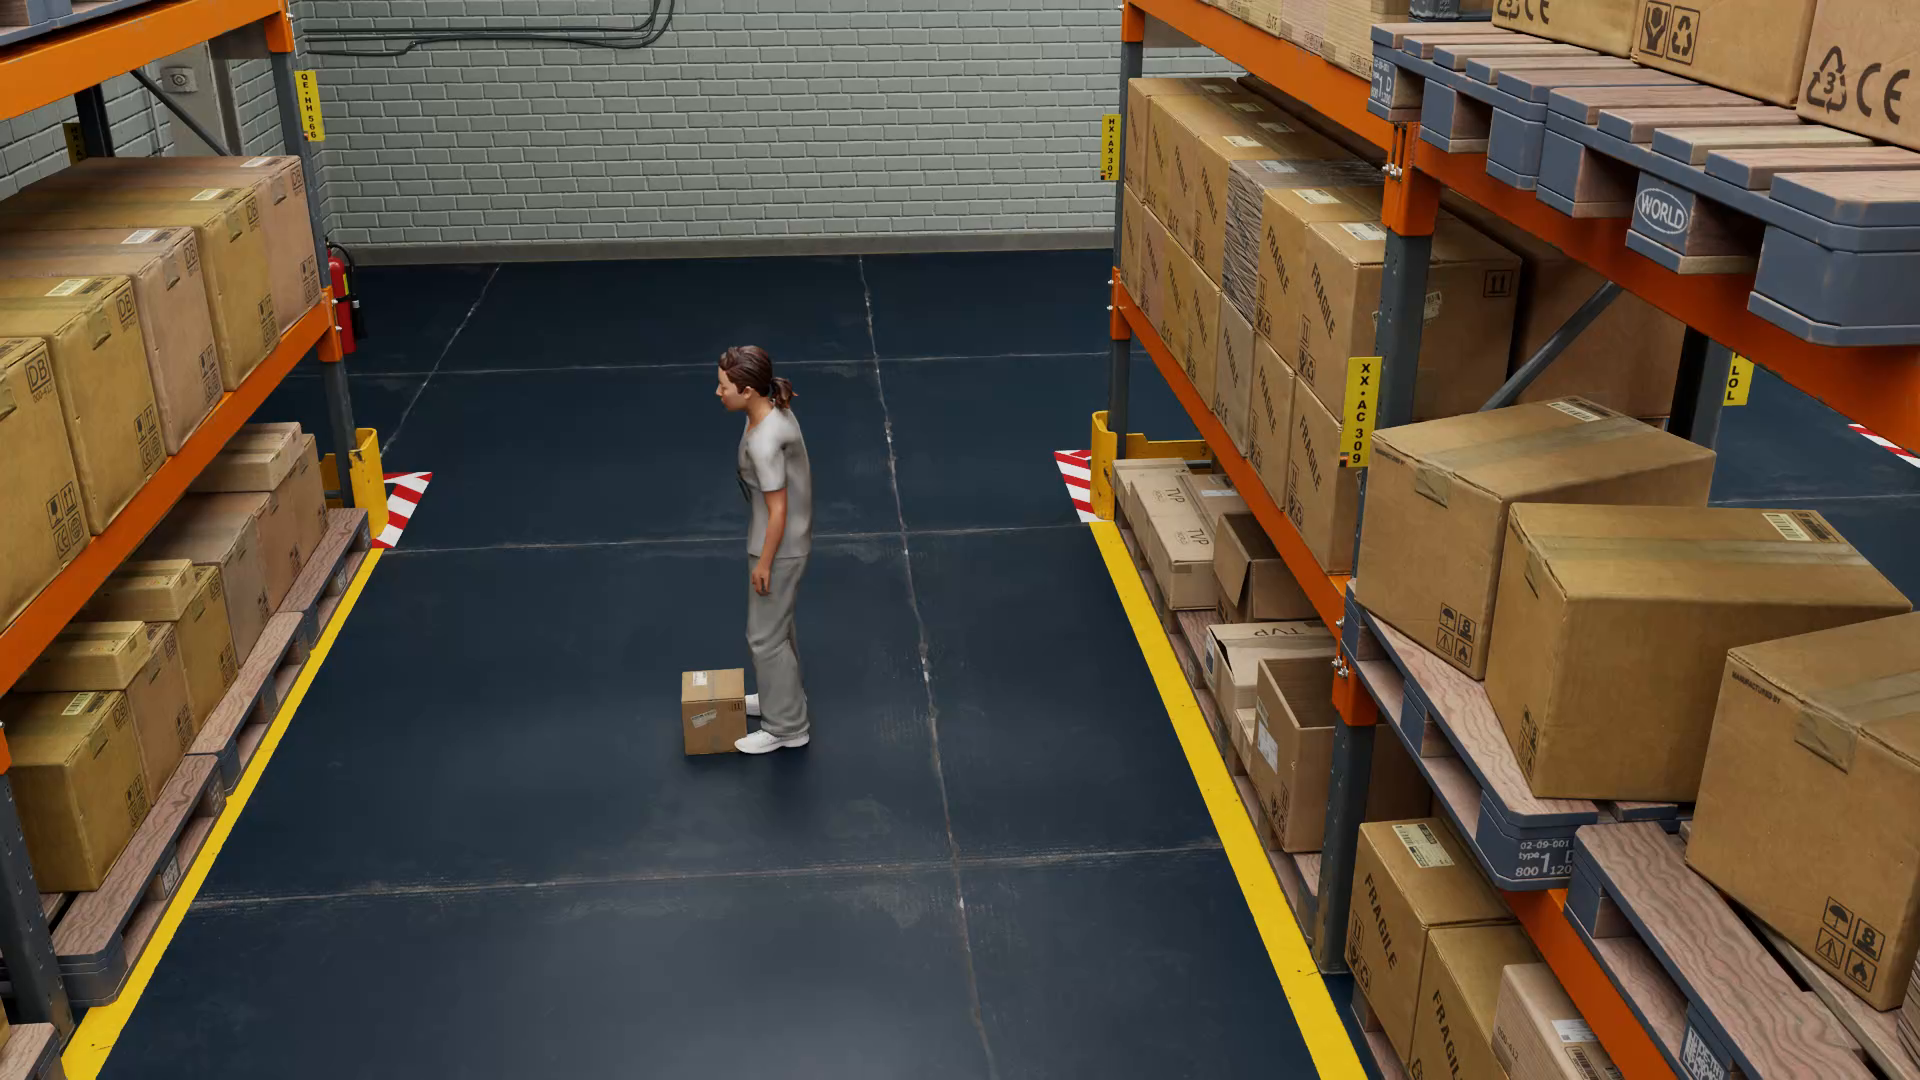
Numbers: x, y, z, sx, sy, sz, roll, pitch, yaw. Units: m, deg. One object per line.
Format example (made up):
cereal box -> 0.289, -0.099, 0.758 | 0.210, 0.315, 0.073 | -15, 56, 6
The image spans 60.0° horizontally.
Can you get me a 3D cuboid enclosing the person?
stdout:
person -> -0.752, 0.031, 6.532 | 0.359, 1.672, 0.485 | -3, 24, -6
